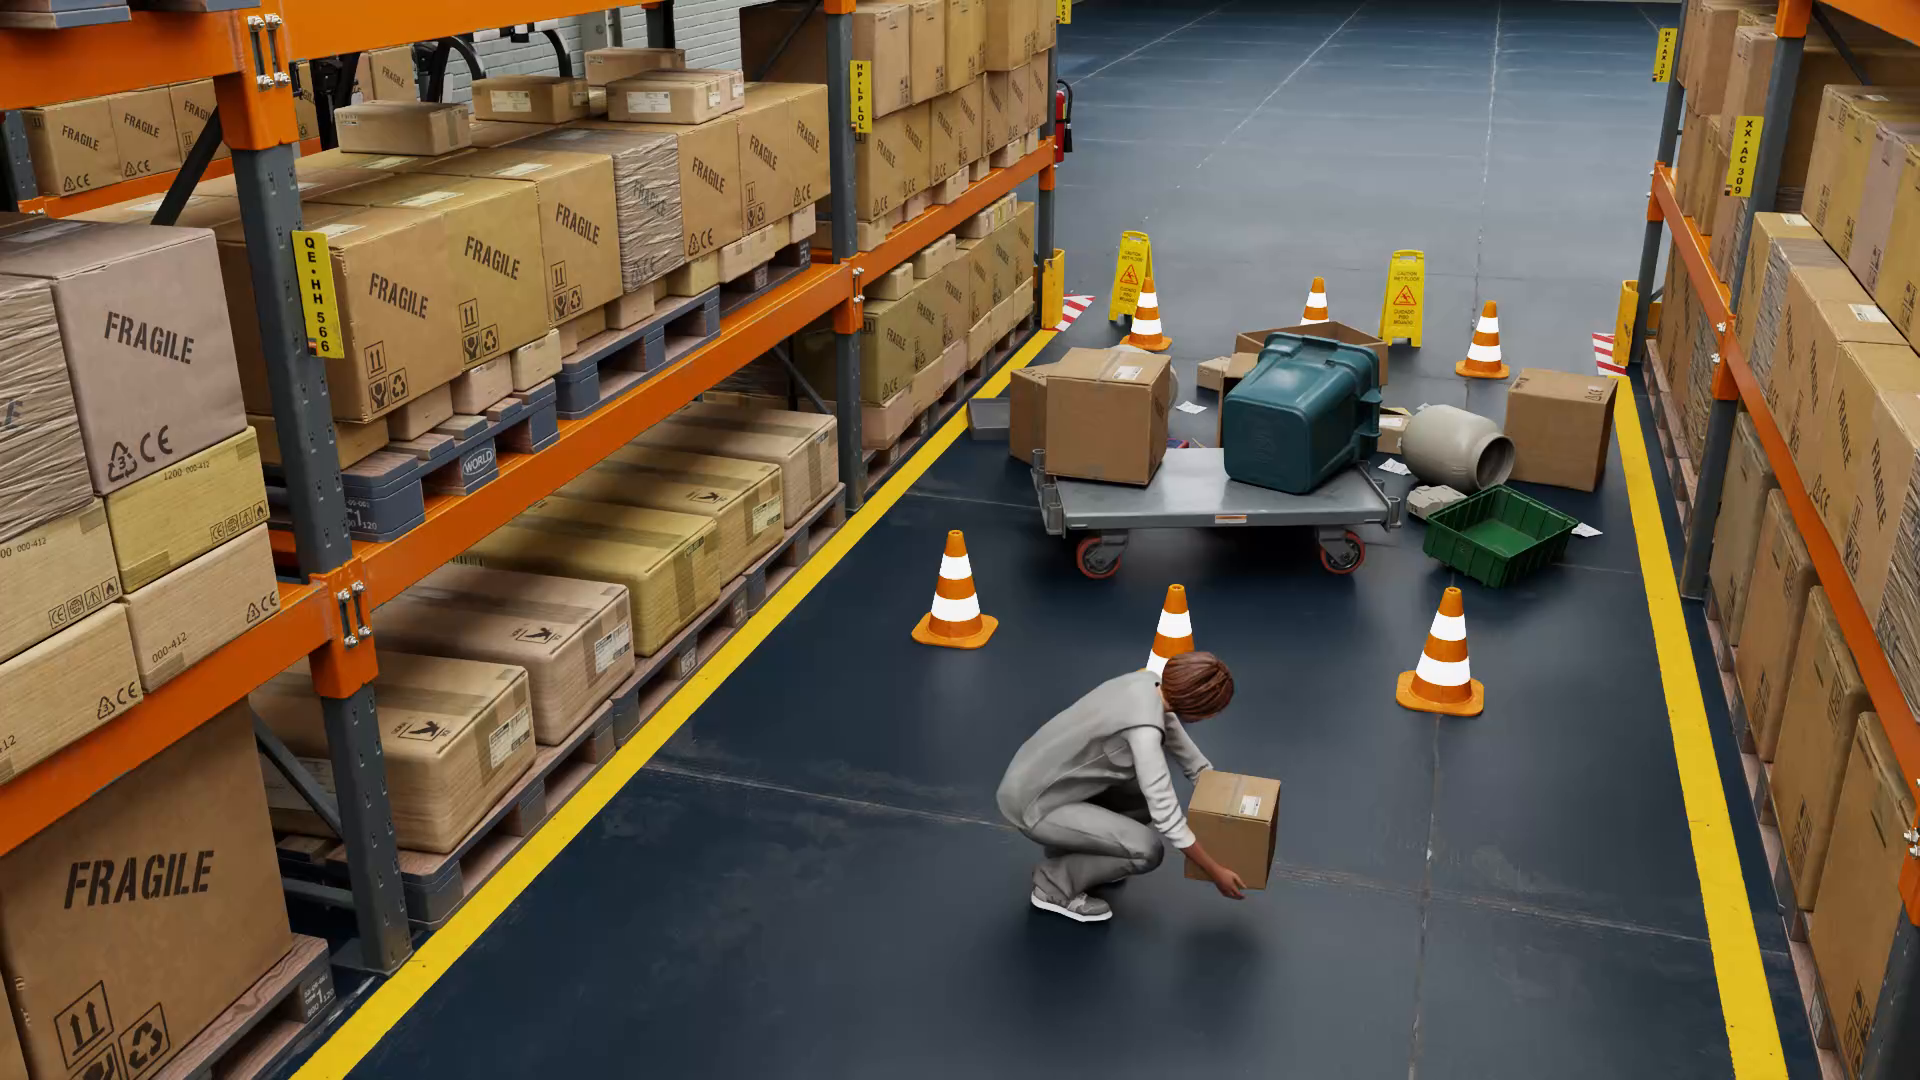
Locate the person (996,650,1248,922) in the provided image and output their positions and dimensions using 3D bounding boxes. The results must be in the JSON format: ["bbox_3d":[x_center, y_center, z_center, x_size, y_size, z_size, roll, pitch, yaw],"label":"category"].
[{"bbox_3d":[0.526,0.758,5.209,0.822,0.883,0.439,6,23,15],"label":"person"}]
